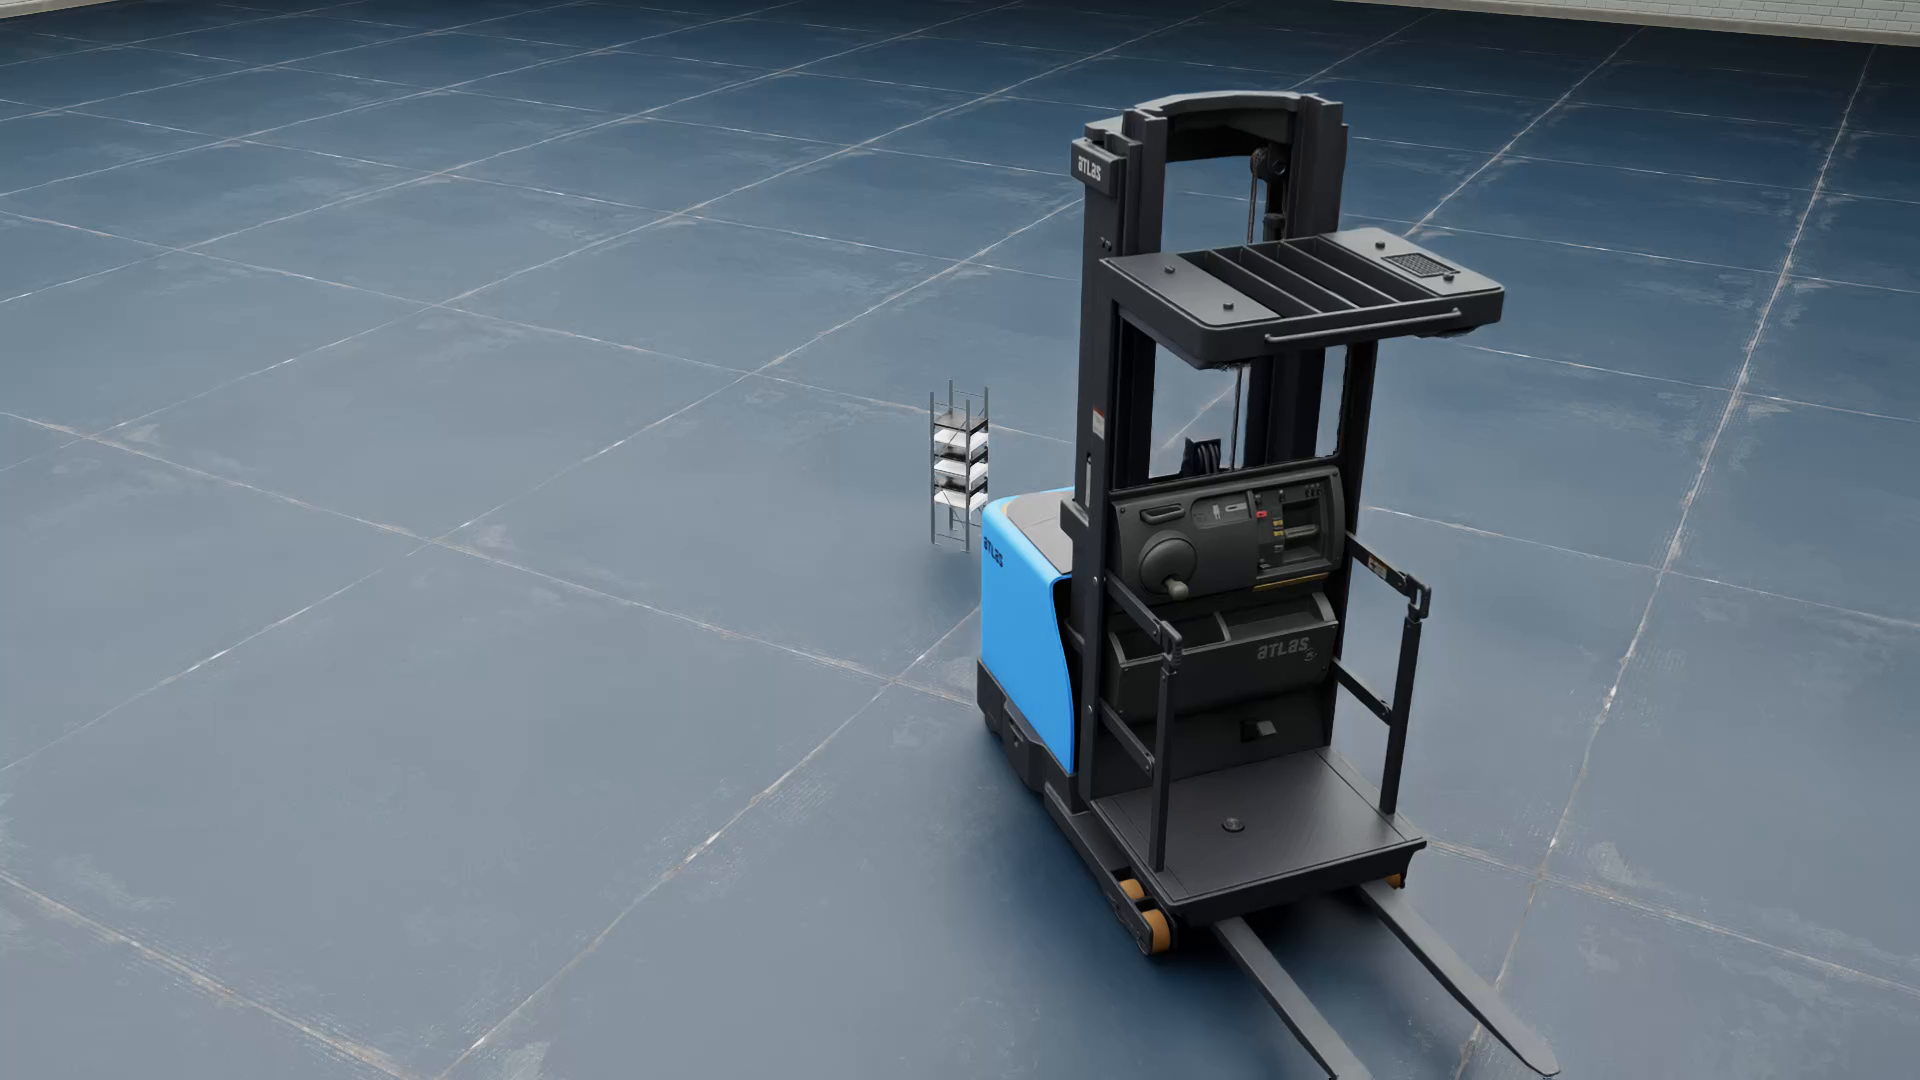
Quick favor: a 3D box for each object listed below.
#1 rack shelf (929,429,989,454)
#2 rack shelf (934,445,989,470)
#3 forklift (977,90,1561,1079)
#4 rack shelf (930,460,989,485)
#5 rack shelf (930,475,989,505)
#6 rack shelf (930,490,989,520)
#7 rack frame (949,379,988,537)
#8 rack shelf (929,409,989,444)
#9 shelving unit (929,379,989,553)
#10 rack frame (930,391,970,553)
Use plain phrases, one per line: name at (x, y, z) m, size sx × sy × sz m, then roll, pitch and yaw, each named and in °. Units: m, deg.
rack shelf at (-0.004, -0.530, 8.977) m, size 0.258 × 0.077 × 0.200 m, roll 14°, pitch 30°, yaw 26°
rack shelf at (-0.004, -0.450, 9.017) m, size 0.258 × 0.077 × 0.200 m, roll 14°, pitch 30°, yaw 26°
forklift at (1.079, 0.017, 5.942) m, size 1.130 × 2.935 × 3.031 m, roll -10°, pitch 28°, yaw -19°
rack shelf at (-0.004, -0.369, 9.057) m, size 0.258 × 0.077 × 0.200 m, roll 14°, pitch 30°, yaw 26°
rack shelf at (-0.004, -0.289, 9.097) m, size 0.258 × 0.077 × 0.200 m, roll 14°, pitch 30°, yaw 26°
rack shelf at (-0.004, -0.208, 9.138) m, size 0.258 × 0.077 × 0.200 m, roll 14°, pitch 30°, yaw 26°
rack frame at (0.046, -0.439, 9.121) m, size 0.240 × 0.900 × 0.006 m, roll 14°, pitch 30°, yaw 26°
rack shelf at (-0.004, -0.611, 8.936) m, size 0.258 × 0.077 × 0.200 m, roll 14°, pitch 30°, yaw 26°
shelving unit at (-0.004, -0.399, 9.042) m, size 0.258 × 0.900 × 0.210 m, roll 14°, pitch 30°, yaw 26°
rack frame at (-0.054, -0.360, 8.963) m, size 0.240 × 0.900 × 0.006 m, roll 14°, pitch 30°, yaw 26°
